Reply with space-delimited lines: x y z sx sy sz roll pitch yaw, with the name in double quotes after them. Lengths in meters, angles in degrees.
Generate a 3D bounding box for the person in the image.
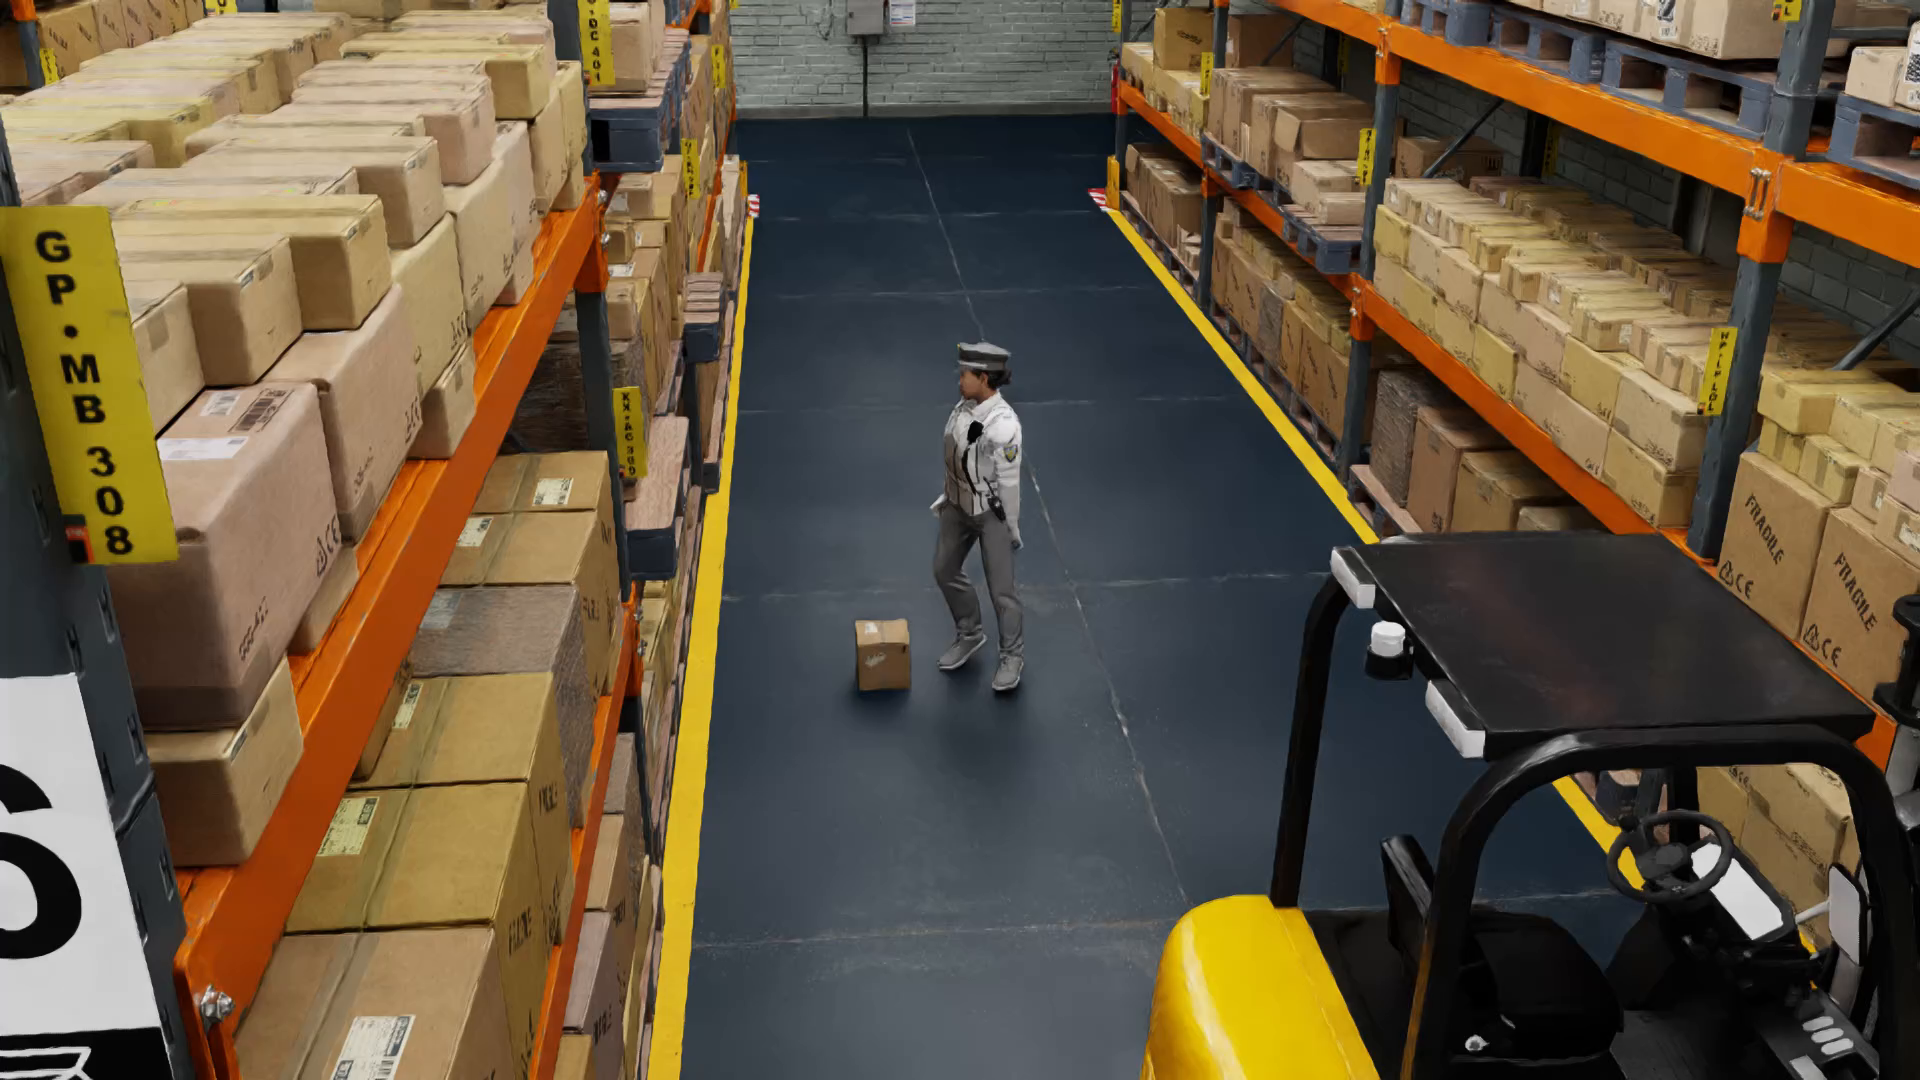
0.088 -0.126 7.837 0.377 1.695 0.553 -14 28 -29 "person"
